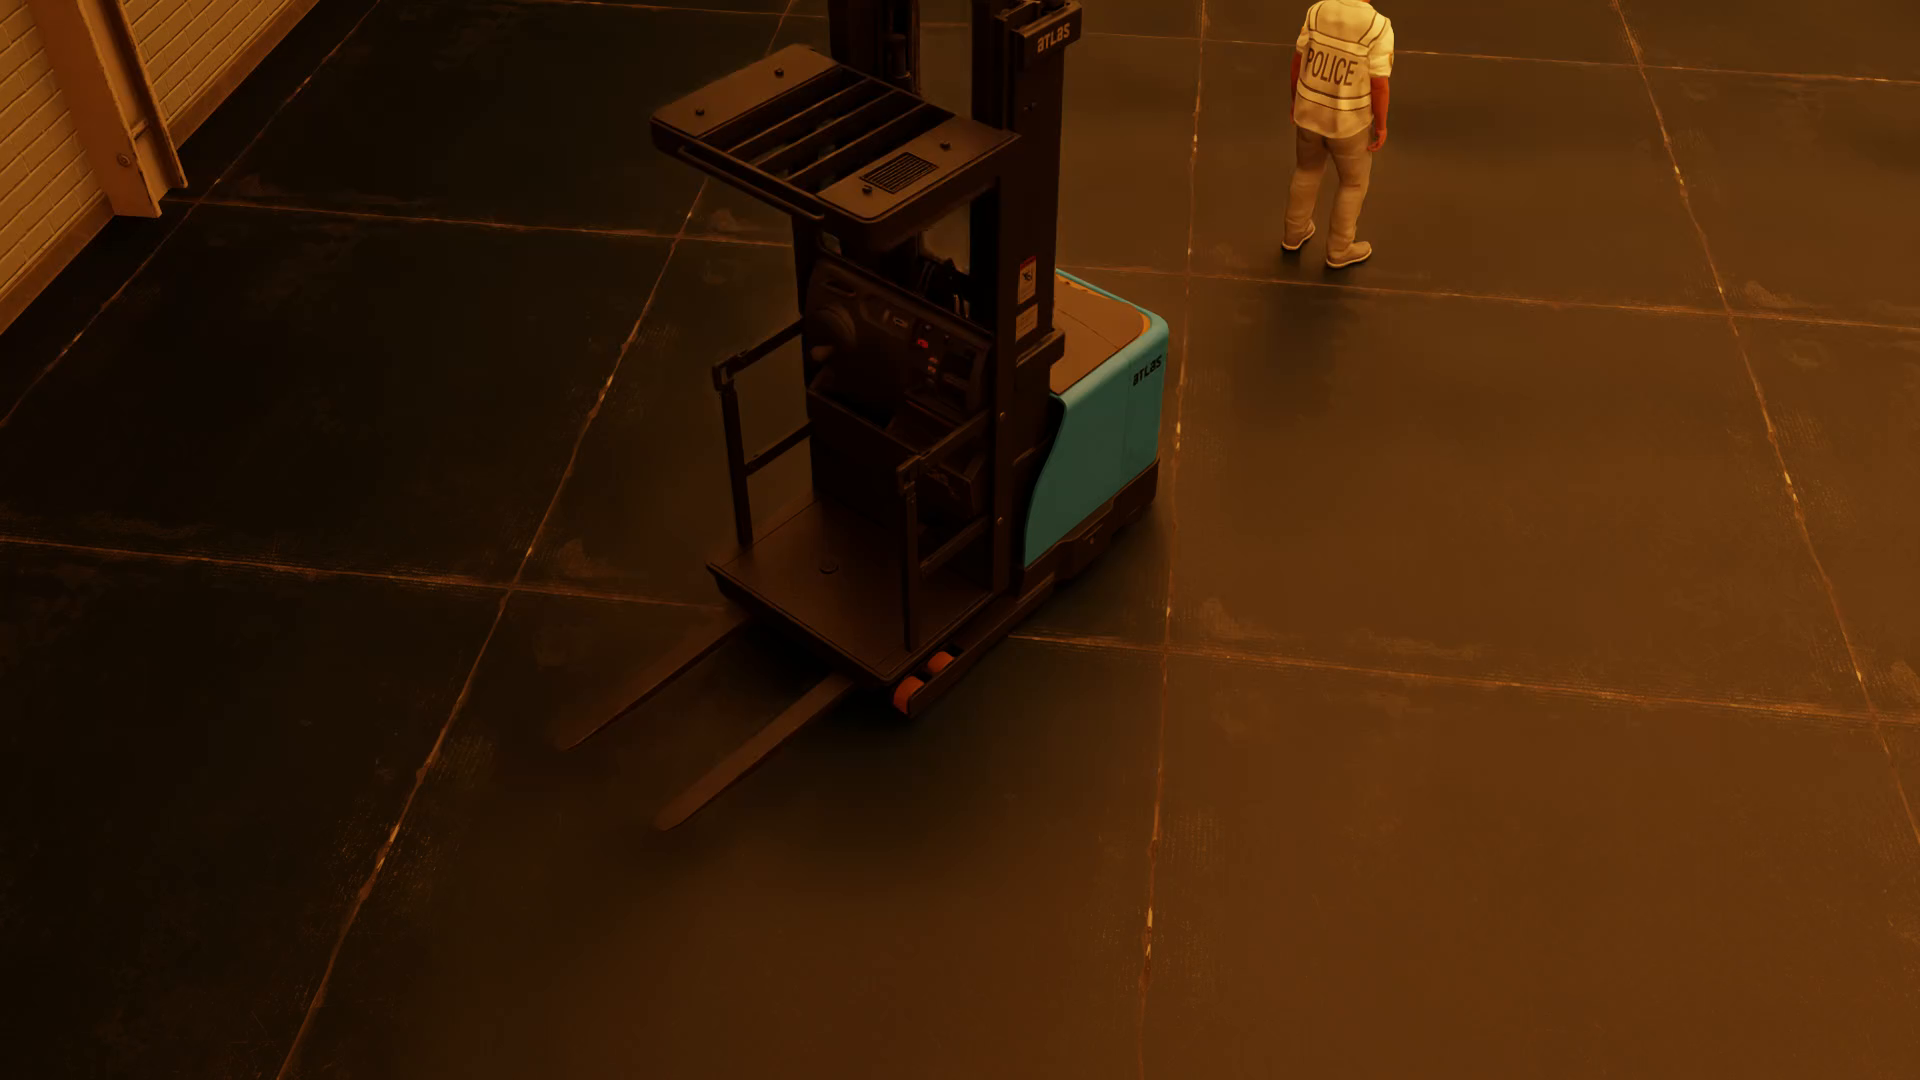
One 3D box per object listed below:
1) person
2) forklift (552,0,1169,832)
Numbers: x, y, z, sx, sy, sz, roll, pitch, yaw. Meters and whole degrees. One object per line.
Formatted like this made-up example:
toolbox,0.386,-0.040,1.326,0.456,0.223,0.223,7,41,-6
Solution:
person,2.067,-2.336,9.141,0.585,1.747,0.439,29,50,28
forklift,-0.399,-0.722,6.510,1.130,2.935,3.031,30,51,29
